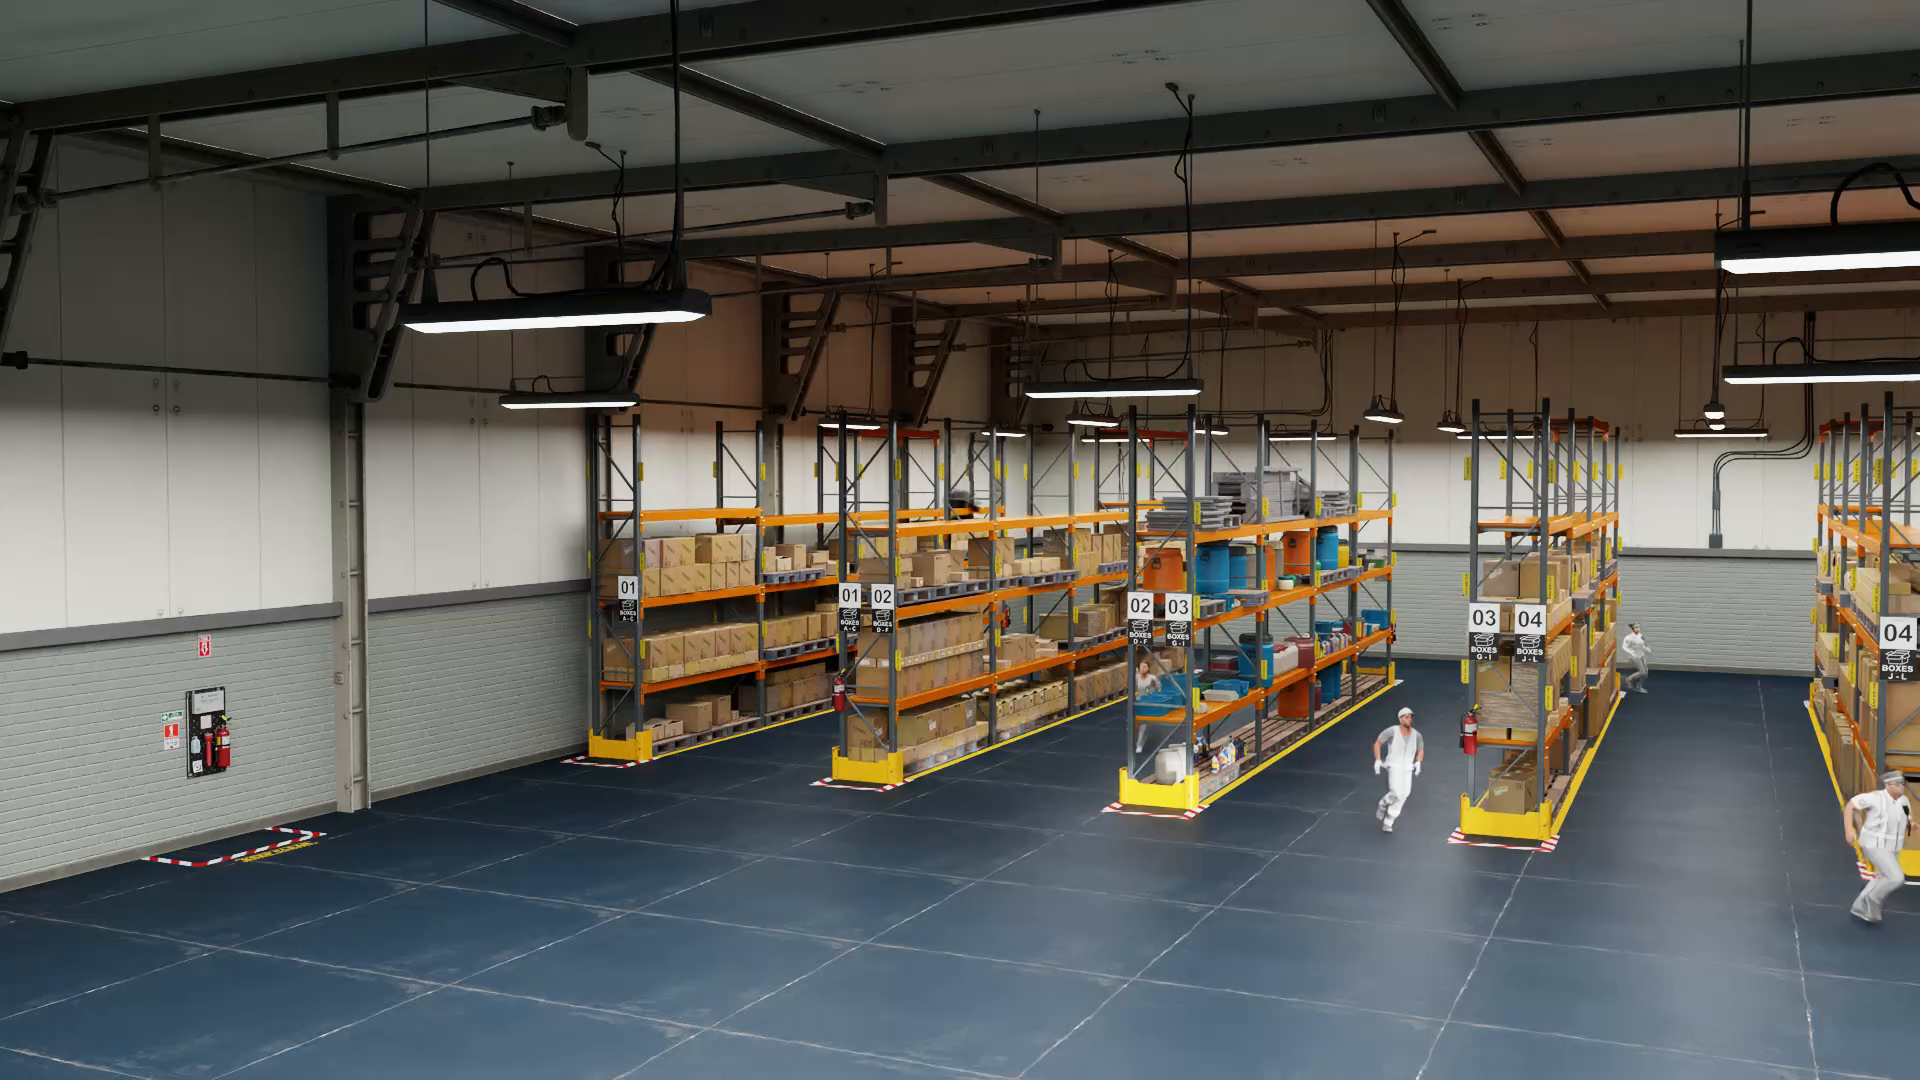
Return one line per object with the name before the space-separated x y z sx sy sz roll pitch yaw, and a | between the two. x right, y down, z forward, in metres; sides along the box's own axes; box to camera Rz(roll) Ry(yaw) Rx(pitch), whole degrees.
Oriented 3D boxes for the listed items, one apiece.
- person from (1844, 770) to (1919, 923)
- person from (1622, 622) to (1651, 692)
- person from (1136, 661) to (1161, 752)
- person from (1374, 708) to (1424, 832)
person | 10.148 3.370 18.222 0.701 1.719 0.763 -1 3 -21
person | 15.343 2.651 37.691 0.622 1.624 0.522 -2 3 -35
person | 3.325 2.978 29.865 0.580 1.611 0.568 1 2 17
person | 6.139 3.194 23.101 0.715 1.710 0.537 0 2 -8
